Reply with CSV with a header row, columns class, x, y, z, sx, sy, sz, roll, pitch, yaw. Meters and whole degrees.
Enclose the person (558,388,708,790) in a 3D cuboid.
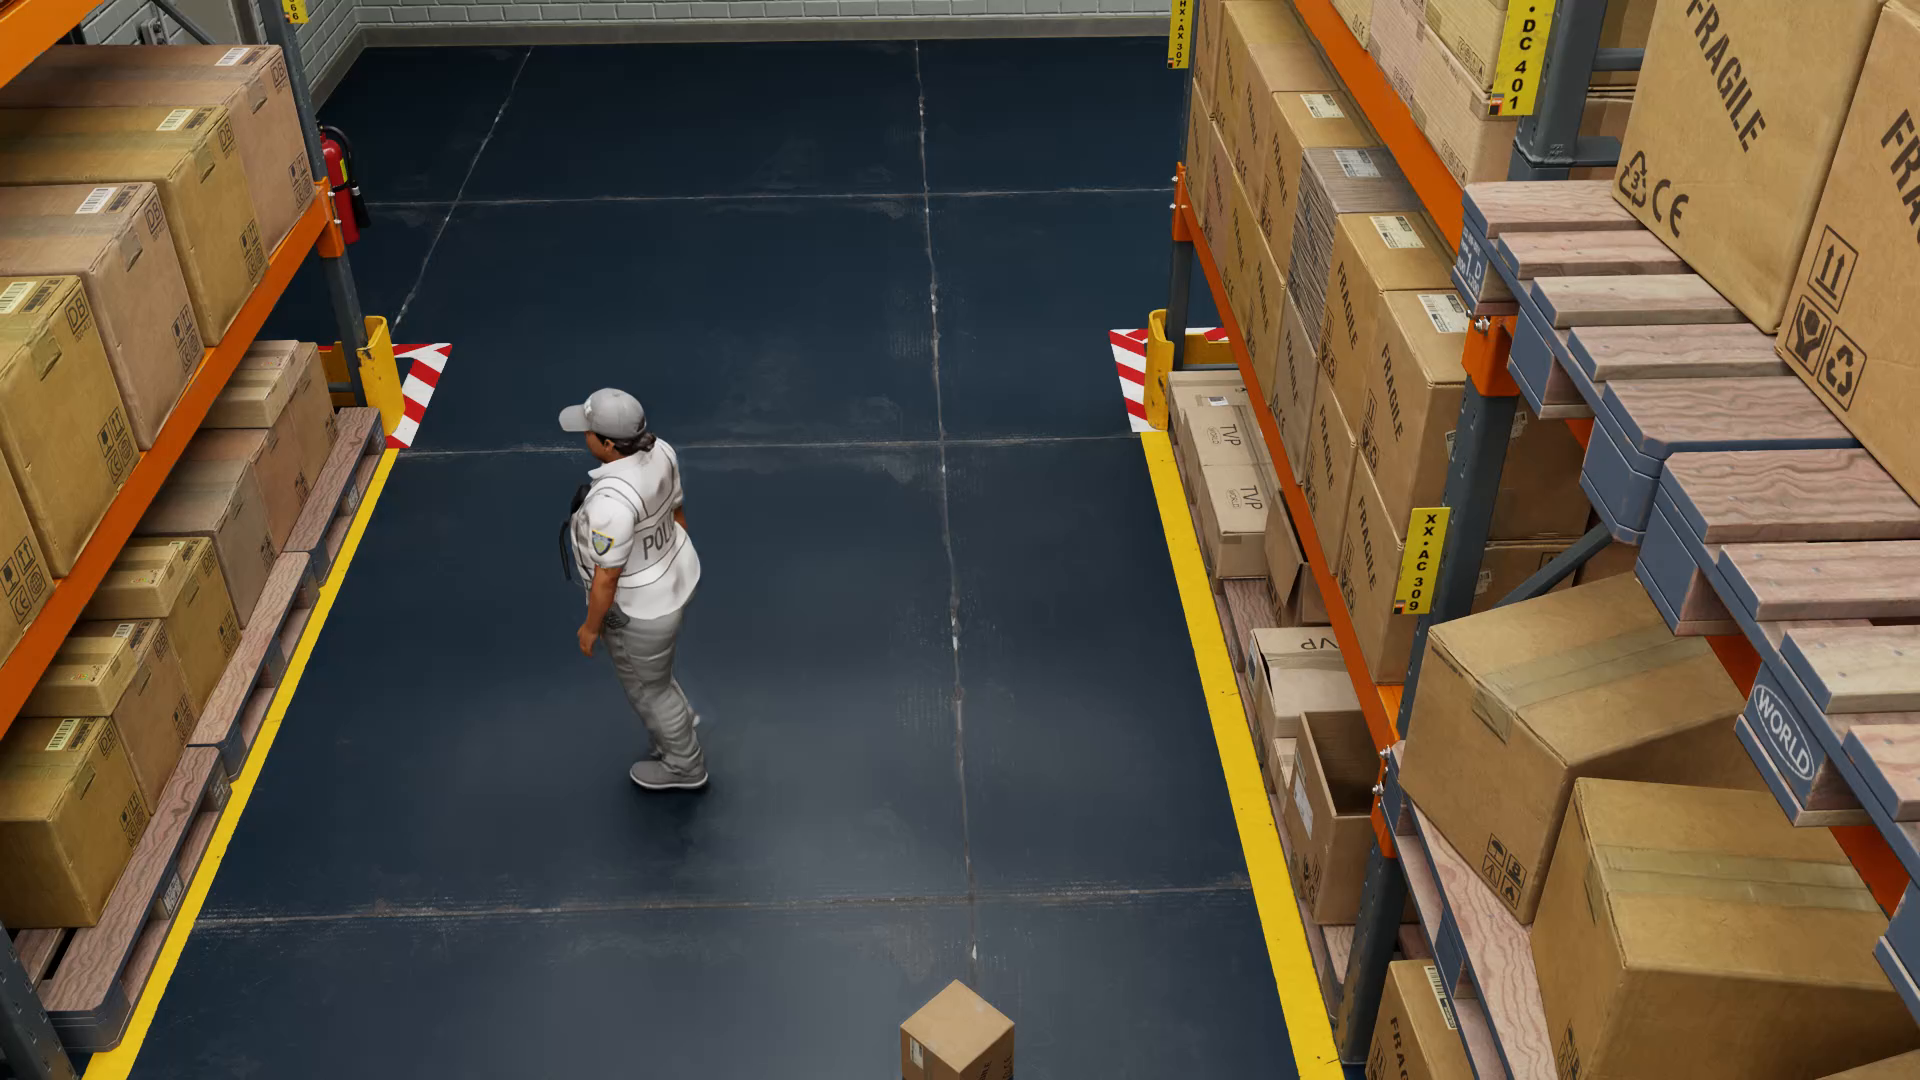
class,x,y,z,sx,sy,sz,roll,pitch,yaw
person,-1.151,0.212,5.843,0.466,1.698,0.496,7,36,10
